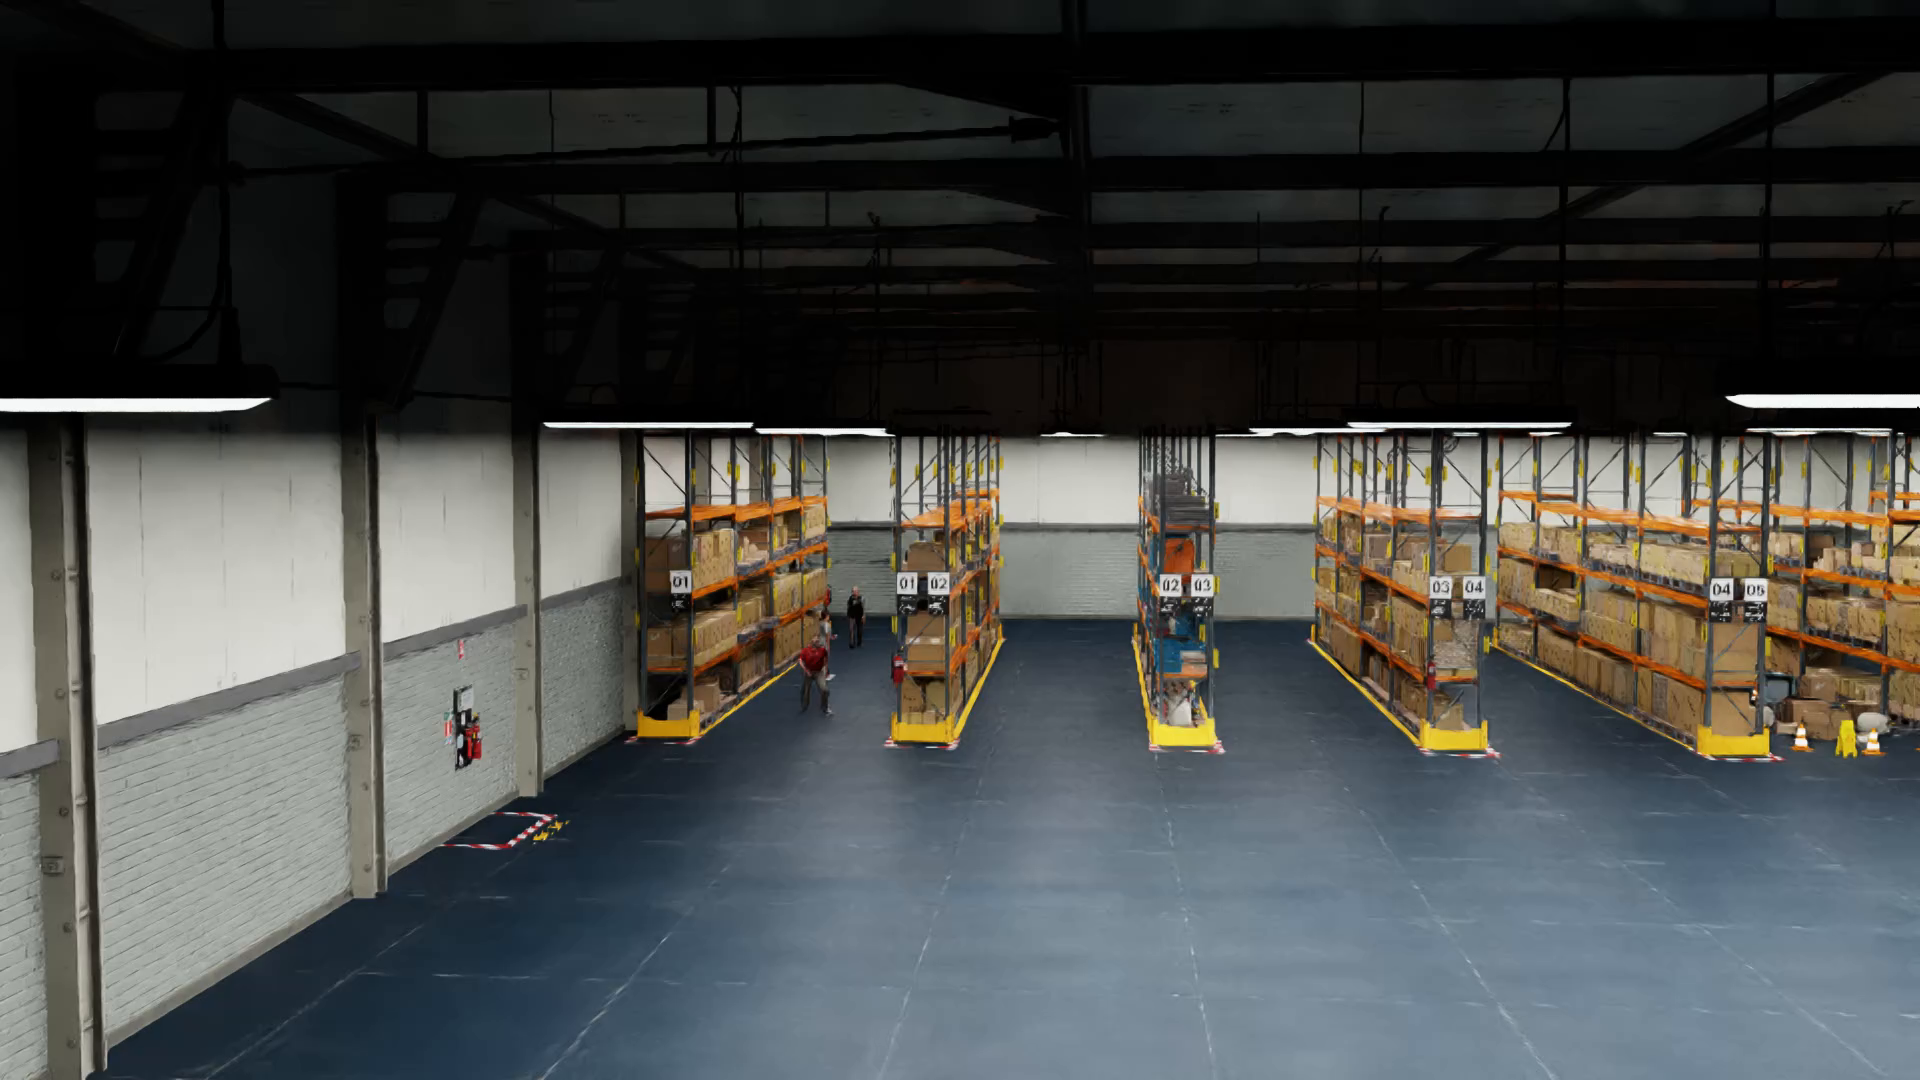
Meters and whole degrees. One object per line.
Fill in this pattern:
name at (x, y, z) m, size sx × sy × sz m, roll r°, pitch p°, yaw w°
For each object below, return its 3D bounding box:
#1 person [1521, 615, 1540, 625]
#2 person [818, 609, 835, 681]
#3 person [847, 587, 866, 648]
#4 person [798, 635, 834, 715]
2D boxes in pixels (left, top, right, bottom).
person at (17.060, 1.844, 49.649) m, size 0.584 × 1.711 × 0.949 m, roll 2°, pitch 4°, yaw 33°
person at (-3.147, 2.475, 39.346) m, size 0.454 × 1.679 × 0.537 m, roll -1°, pitch 4°, yaw -19°
person at (-2.843, 2.110, 45.675) m, size 0.553 × 1.673 × 1.030 m, roll 0°, pitch 3°, yaw 3°
person at (-3.021, 2.781, 34.549) m, size 0.701 × 1.662 × 0.857 m, roll -1°, pitch 4°, yaw -12°
